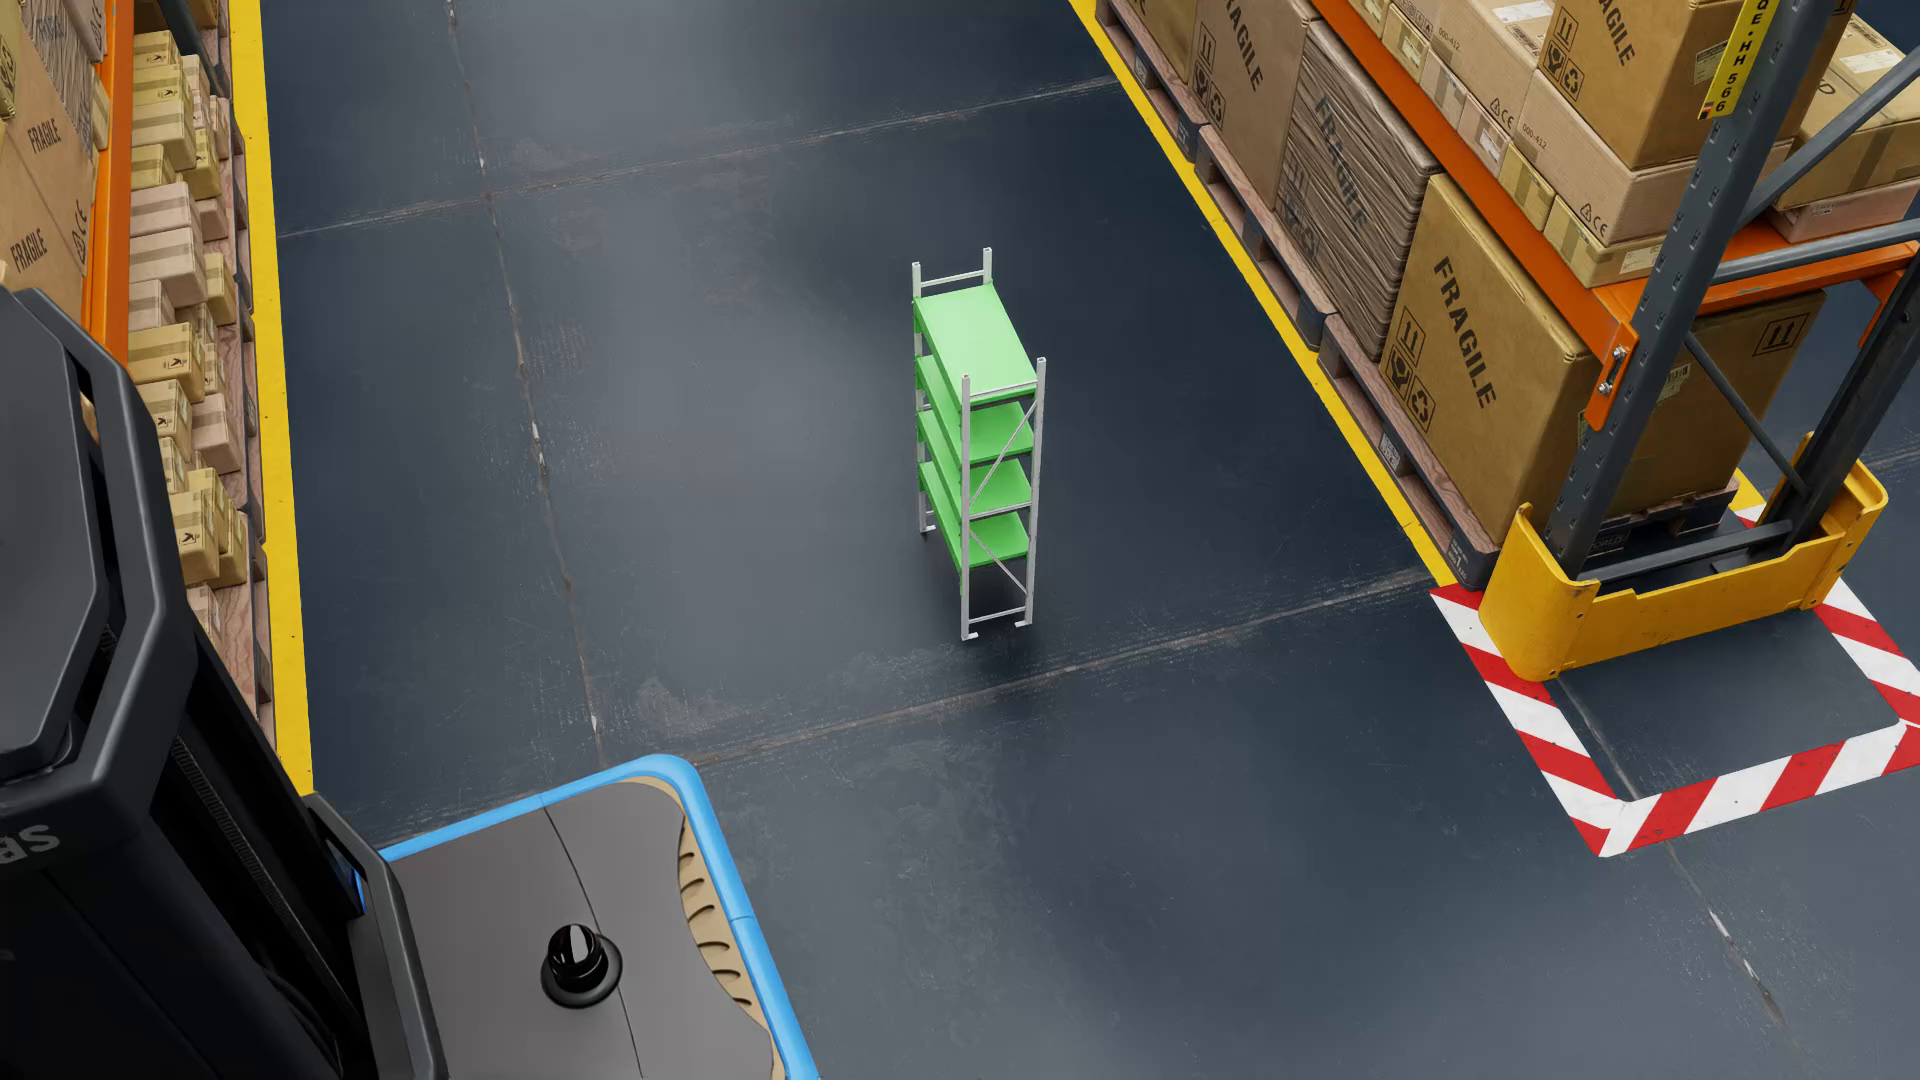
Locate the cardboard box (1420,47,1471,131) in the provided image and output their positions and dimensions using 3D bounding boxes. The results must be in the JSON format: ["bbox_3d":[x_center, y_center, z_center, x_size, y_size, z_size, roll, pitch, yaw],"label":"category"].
[{"bbox_3d":[1.666,-1.431,5.159,0.380,0.149,0.250,-13,51,-10],"label":"cardboard box"}]

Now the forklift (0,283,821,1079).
[{"bbox_3d":[-1.824,1.029,2.966,3.031,2.935,1.130,-19,52,-15],"label":"forklift"}]

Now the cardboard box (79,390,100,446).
[{"bbox_3d":[-2.383,-0.337,4.237,0.380,0.149,0.250,-15,51,-12],"label":"cardboard box"}]

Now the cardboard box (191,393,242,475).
[{"bbox_3d":[-2.670,-0.324,5.651,0.380,0.149,0.250,-16,52,-13],"label":"cardboard box"}]

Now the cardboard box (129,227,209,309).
[{"bbox_3d":[-2.830,-0.915,5.760,0.380,0.149,0.250,-15,51,-12],"label":"cardboard box"}]

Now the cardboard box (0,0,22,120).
[{"bbox_3d":[-2.624,-1.313,3.981,0.500,0.500,0.500,-14,51,-12],"label":"cardboard box"}]

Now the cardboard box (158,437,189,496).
[{"bbox_3d":[-2.589,-0.140,5.107,0.380,0.149,0.250,-16,52,-13],"label":"cardboard box"}]

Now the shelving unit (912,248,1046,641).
[{"bbox_3d":[0.049,-0.266,5.189,0.258,1.200,0.503,-13,51,-11],"label":"shelving unit"}]

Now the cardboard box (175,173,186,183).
[{"bbox_3d":[-3.075,-1.206,6.200,0.380,0.149,0.250,-13,51,-11],"label":"cardboard box"}]

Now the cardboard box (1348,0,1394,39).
[{"bbox_3d":[1.510,-1.810,5.478,0.380,0.149,0.250,-13,51,-11],"label":"cardboard box"}]

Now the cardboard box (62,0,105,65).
[{"bbox_3d":[-2.929,-1.740,4.995,0.500,0.500,0.500,-14,51,-11],"label":"cardboard box"}]

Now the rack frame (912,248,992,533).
[{"bbox_3d":[-0.023,-0.444,5.340,0.240,1.200,0.015,-13,51,-11],"label":"rack frame"}]

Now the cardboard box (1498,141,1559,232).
[{"bbox_3d":[1.812,-1.064,4.850,0.380,0.149,0.250,-13,51,-11],"label":"cardboard box"}]

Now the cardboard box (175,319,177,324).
[{"bbox_3d":[-2.883,-0.620,5.706,0.380,0.149,0.250,-11,51,-9],"label":"cardboard box"}]

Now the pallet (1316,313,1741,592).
[{"bbox_3d":[2.000,-0.438,5.981,1.003,0.211,1.213,-13,51,-11],"label":"pallet"}]

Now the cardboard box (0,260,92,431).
[{"bbox_3d":[-2.326,-0.241,3.731,0.500,0.500,0.500,-11,51,-9],"label":"cardboard box"}]

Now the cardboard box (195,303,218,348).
[{"bbox_3d":[-2.880,-0.689,5.959,0.380,0.149,0.250,-12,51,-10],"label":"cardboard box"}]

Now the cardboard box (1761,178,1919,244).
[{"bbox_3d":[2.521,-1.023,4.815,0.380,0.149,0.250,-13,51,-11],"label":"cardboard box"}]

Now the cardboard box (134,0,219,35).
[{"bbox_3d":[-3.605,-2.573,7.318,0.500,0.500,0.500,-12,51,-10],"label":"cardboard box"}]

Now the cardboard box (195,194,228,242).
[{"bbox_3d":[-3.062,-1.264,6.444,0.380,0.149,0.250,-15,51,-12],"label":"cardboard box"}]

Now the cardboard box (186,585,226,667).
[{"bbox_3d":[-2.394,0.312,4.921,0.380,0.149,0.250,-14,51,-11],"label":"cardboard box"}]

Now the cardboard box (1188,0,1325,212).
[{"bbox_3d":[1.513,-1.985,6.576,0.875,0.875,0.875,-13,51,-11],"label":"cardboard box"}]

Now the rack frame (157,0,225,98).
[{"bbox_3d":[-3.640,-2.644,6.017,1.000,3.000,0.127,-13,51,-11],"label":"rack frame"}]

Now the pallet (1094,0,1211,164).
[{"bbox_3d":[1.278,-2.220,7.483,1.003,0.211,1.213,-13,51,-11],"label":"pallet"}]

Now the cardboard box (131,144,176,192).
[{"bbox_3d":[-3.090,-1.286,6.073,0.380,0.149,0.250,-12,51,-10],"label":"cardboard box"}]

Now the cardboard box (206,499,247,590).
[{"bbox_3d":[-2.513,0.042,5.343,0.380,0.149,0.250,-13,51,-11],"label":"cardboard box"}]

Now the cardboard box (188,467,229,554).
[{"bbox_3d":[-2.523,-0.059,5.233,0.380,0.149,0.250,-12,51,-10],"label":"cardboard box"}]

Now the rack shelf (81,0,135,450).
[{"bbox_3d":[-3.049,-0.951,5.061,1.077,0.370,4.000,-13,51,-11],"label":"rack shelf"}]

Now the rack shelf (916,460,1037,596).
[{"bbox_3d":[0.049,-0.070,5.422,0.258,0.148,0.480,-13,51,-11],"label":"rack shelf"}]

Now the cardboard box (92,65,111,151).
[{"bbox_3d":[-2.801,-1.282,5.033,0.380,0.149,0.250,-12,51,-10],"label":"cardboard box"}]

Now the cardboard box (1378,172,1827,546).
[{"bbox_3d":[2.045,-0.670,5.468,0.875,0.875,0.875,-13,51,-11],"label":"cardboard box"}]

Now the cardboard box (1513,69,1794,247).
[{"bbox_3d":[1.914,-1.112,4.629,0.500,0.250,0.500,-14,51,-12],"label":"cardboard box"}]

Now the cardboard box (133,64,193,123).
[{"bbox_3d":[-3.173,-1.673,6.400,0.380,0.149,0.250,-13,51,-11],"label":"cardboard box"}]

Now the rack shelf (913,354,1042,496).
[{"bbox_3d":[0.049,-0.379,5.055,0.258,0.148,0.480,-13,51,-11],"label":"rack shelf"}]

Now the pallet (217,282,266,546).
[{"bbox_3d":[-3.043,-0.370,5.924,1.003,0.211,1.213,-13,51,-11],"label":"pallet"}]

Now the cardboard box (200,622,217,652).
[{"bbox_3d":[-2.288,0.410,4.643,0.380,0.149,0.250,-15,52,-13],"label":"cardboard box"}]

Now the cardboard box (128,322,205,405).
[{"bbox_3d":[-2.696,-0.547,5.450,0.380,0.149,0.250,-13,51,-10],"label":"cardboard box"}]

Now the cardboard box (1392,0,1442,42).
[{"bbox_3d":[1.614,-1.854,5.254,0.500,0.250,0.500,-15,51,-12],"label":"cardboard box"}]

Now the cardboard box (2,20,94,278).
[{"bbox_3d":[-2.642,-0.987,4.360,0.500,0.500,0.500,-13,51,-10],"label":"cardboard box"}]

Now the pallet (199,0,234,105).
[{"bbox_3d":[-3.872,-2.313,7.562,1.003,0.211,1.213,-13,51,-11],"label":"pallet"}]

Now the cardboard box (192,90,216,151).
[{"bbox_3d":[-3.151,-1.603,6.535,0.380,0.149,0.250,-16,52,-13],"label":"cardboard box"}]

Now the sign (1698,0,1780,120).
[{"bbox_3d":[1.788,-1.107,3.809,0.100,0.325,0.005,-13,51,-11],"label":"sign"}]
